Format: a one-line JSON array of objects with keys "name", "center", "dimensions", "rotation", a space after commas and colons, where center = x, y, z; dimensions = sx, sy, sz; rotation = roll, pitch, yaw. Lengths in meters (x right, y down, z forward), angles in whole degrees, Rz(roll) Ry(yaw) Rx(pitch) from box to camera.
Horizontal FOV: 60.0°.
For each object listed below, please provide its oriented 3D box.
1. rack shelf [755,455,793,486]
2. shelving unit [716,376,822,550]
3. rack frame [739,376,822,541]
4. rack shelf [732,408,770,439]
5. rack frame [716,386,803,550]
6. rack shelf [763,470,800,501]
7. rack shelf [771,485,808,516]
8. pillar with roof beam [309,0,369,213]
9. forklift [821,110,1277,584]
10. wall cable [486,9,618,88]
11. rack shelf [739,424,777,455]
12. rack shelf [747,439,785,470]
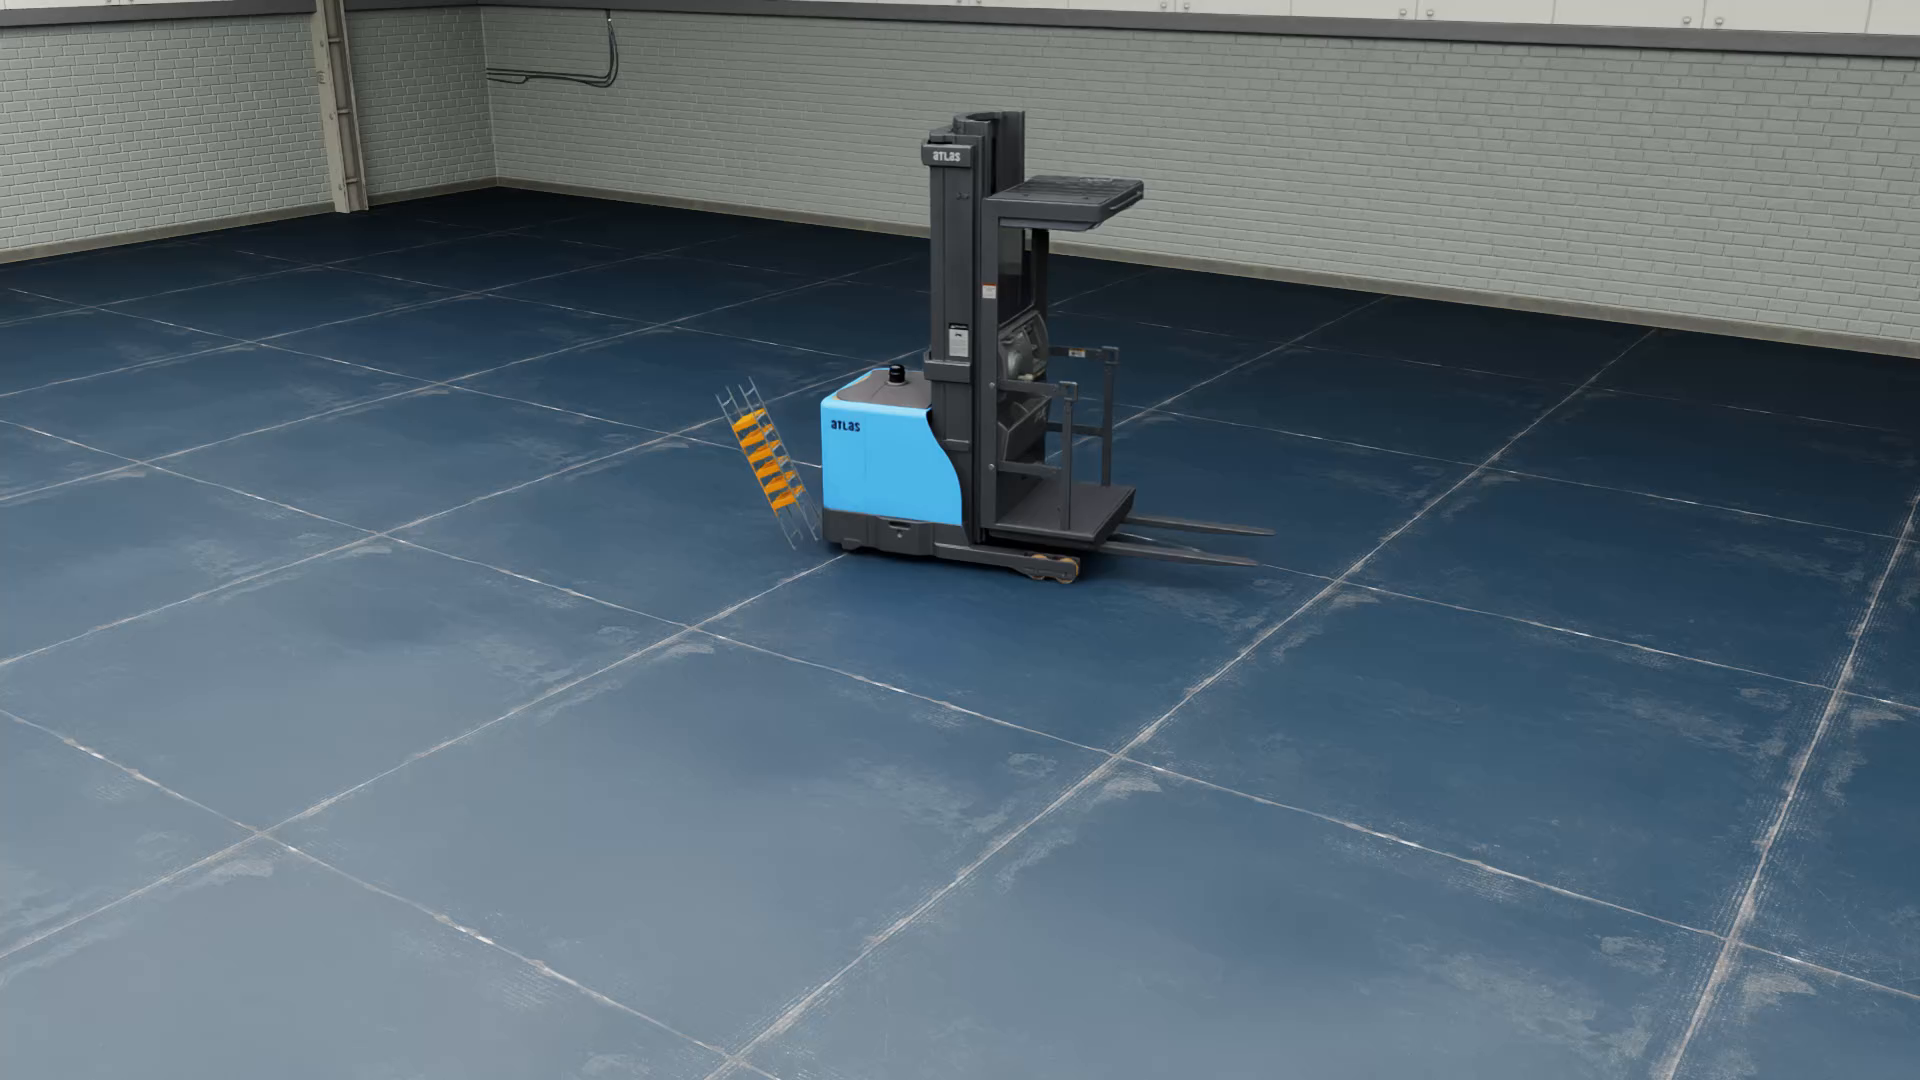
[{"name": "rack shelf", "center": [-1.284, -0.489, 11.515], "dimensions": [0.180, 0.103, 0.258], "rotation": [-21, 15, 18]}, {"name": "shelving unit", "center": [-1.302, -0.528, 11.505], "dimensions": [0.189, 1.200, 0.258], "rotation": [-21, 15, 18]}, {"name": "rack frame", "center": [-1.221, -0.559, 11.477], "dimensions": [0.006, 1.200, 0.240], "rotation": [-21, 15, 18]}, {"name": "rack shelf", "center": [-1.434, -0.805, 11.429], "dimensions": [0.180, 0.103, 0.258], "rotation": [-21, 15, 18]}, {"name": "rack frame", "center": [-1.384, -0.497, 11.533], "dimensions": [0.006, 1.200, 0.240], "rotation": [-21, 15, 18]}, {"name": "rack shelf", "center": [-1.234, -0.384, 11.544], "dimensions": [0.180, 0.103, 0.258], "rotation": [-21, 15, 18]}, {"name": "rack shelf", "center": [-1.184, -0.279, 11.573], "dimensions": [0.180, 0.103, 0.258], "rotation": [-21, 15, 18]}, {"name": "pillar with roof beam", "center": [-5.713, -8.405, 21.517], "dimensions": [9.100, 9.000, 0.400], "rotation": [13, 24, 32]}, {"name": "forklift", "center": [0.612, -1.294, 11.038], "dimensions": [3.031, 2.935, 1.130], "rotation": [7, 22, 19]}, {"name": "wall cable", "center": [-6.523, -8.376, 25.913], "dimensions": [3.097, 2.526, 0.112], "rotation": [13, 24, 32]}, {"name": "rack shelf", "center": [-1.384, -0.700, 11.458], "dimensions": [0.180, 0.103, 0.258], "rotation": [-21, 15, 18]}, {"name": "rack shelf", "center": [-1.334, -0.594, 11.487], "dimensions": [0.180, 0.103, 0.258], "rotation": [-21, 15, 18]}]
